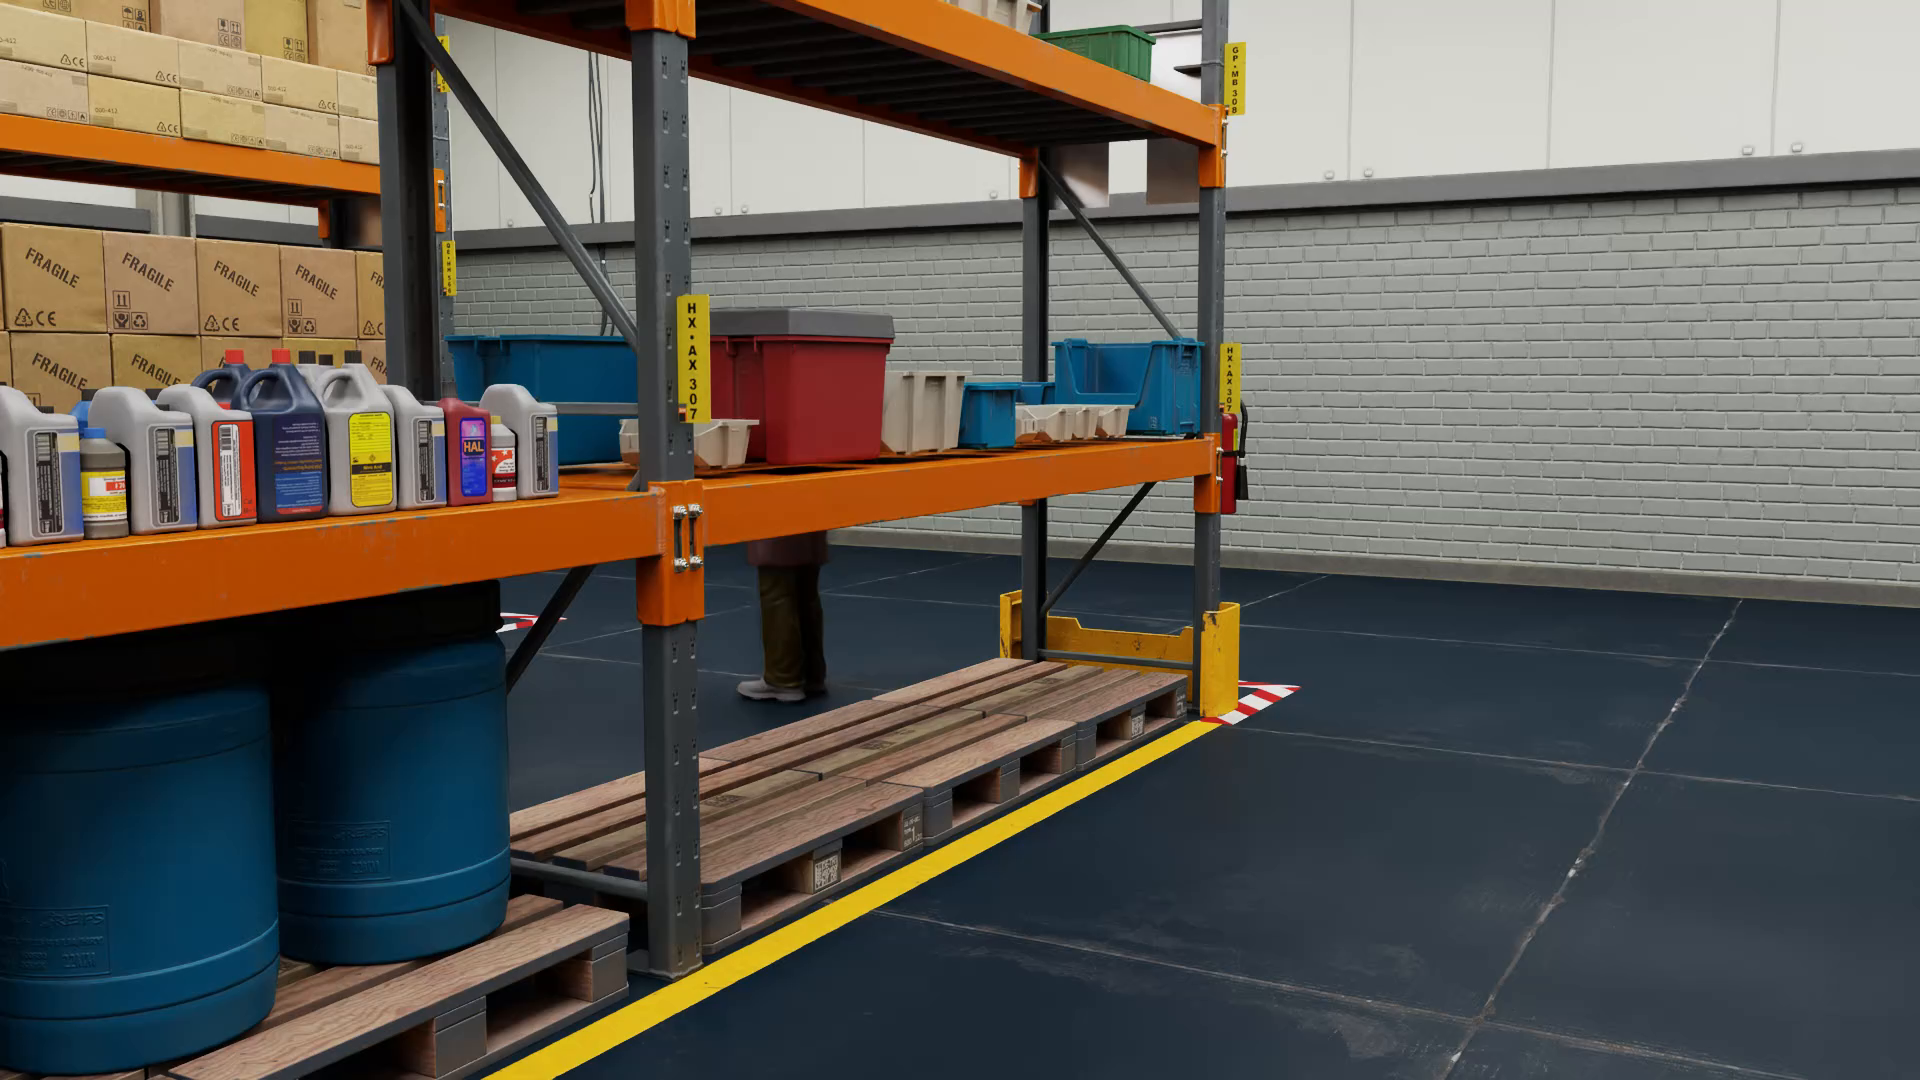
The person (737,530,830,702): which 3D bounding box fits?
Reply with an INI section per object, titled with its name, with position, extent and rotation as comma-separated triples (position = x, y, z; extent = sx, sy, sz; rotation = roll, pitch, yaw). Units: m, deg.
[person]
position = -0.898, -0.106, 8.225
extent = 0.536, 1.780, 0.552
rotation = 4, 7, 35
